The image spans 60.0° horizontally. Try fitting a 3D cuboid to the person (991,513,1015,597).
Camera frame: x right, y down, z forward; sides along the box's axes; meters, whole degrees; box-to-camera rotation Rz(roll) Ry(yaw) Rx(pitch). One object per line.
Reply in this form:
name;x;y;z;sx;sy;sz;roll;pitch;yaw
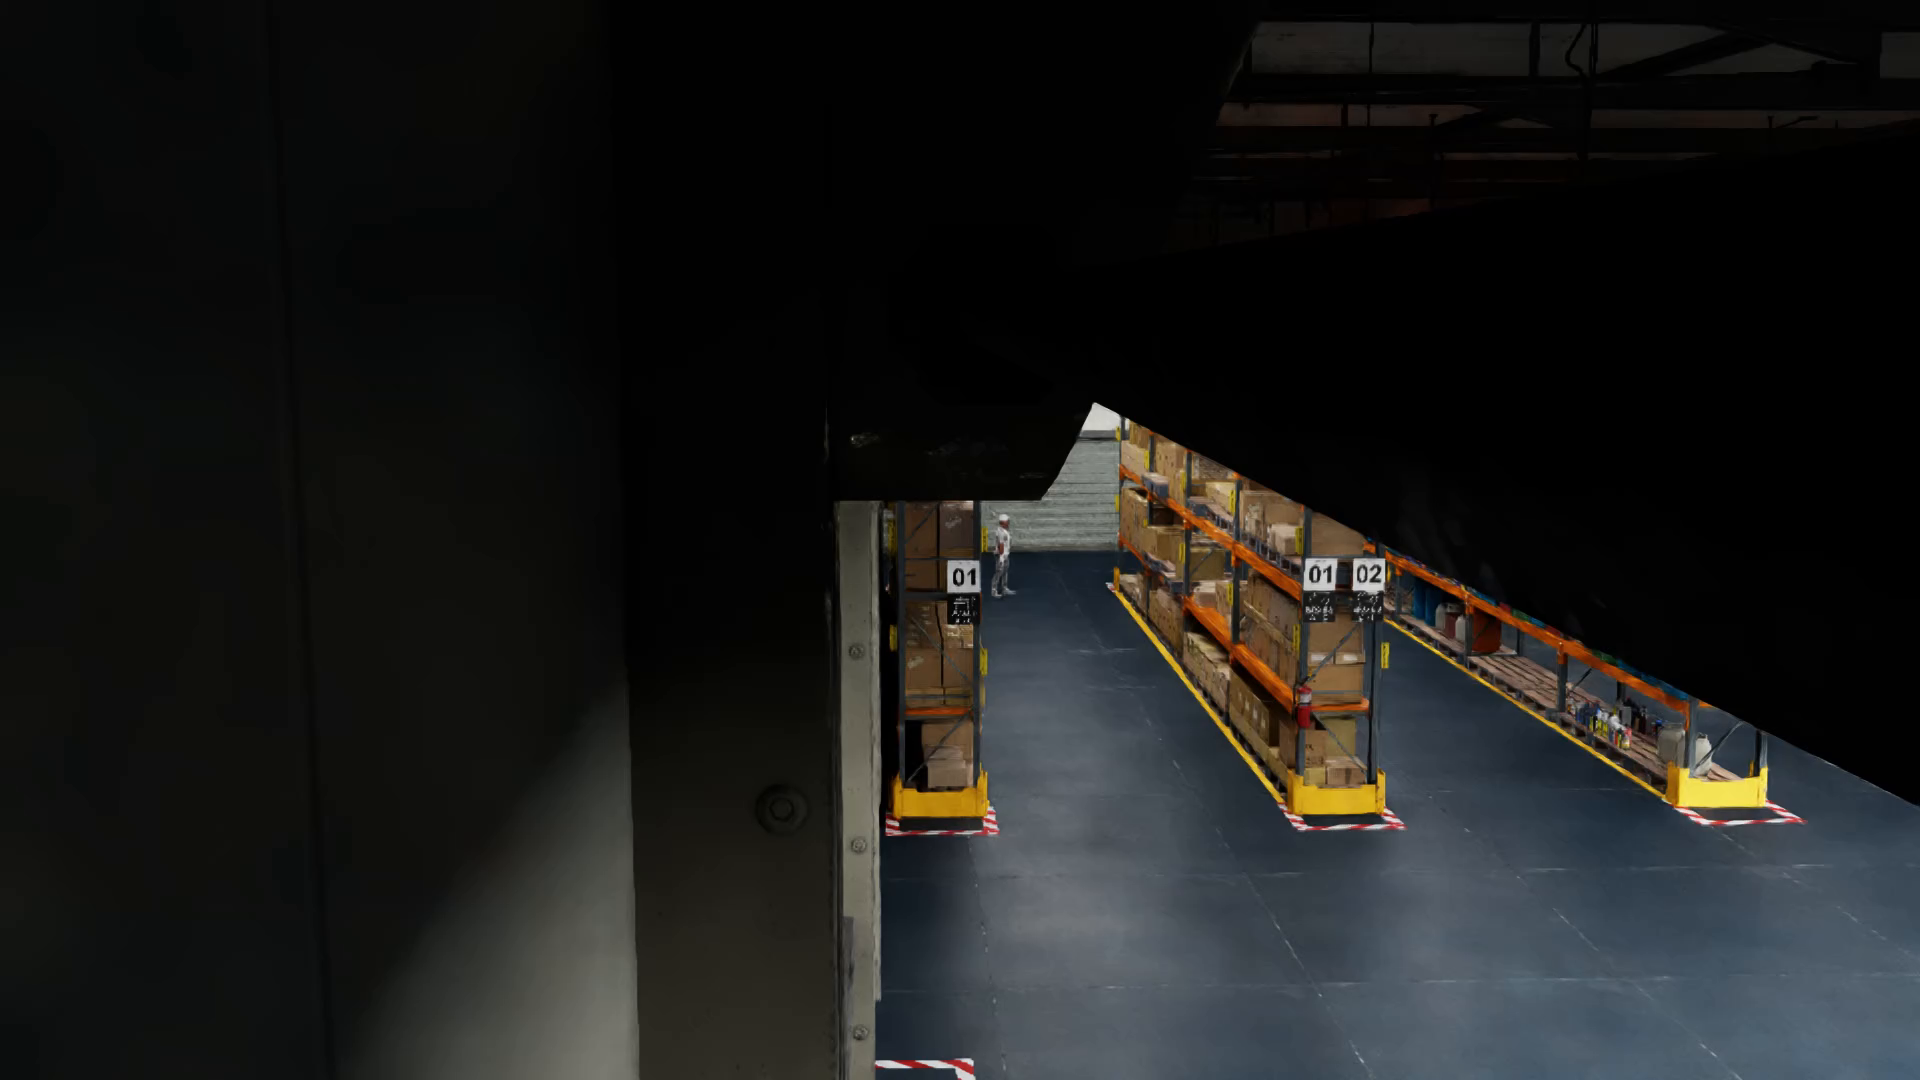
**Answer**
person;0.920;0.322;35.620;0.511;1.781;0.654;1;8;5
